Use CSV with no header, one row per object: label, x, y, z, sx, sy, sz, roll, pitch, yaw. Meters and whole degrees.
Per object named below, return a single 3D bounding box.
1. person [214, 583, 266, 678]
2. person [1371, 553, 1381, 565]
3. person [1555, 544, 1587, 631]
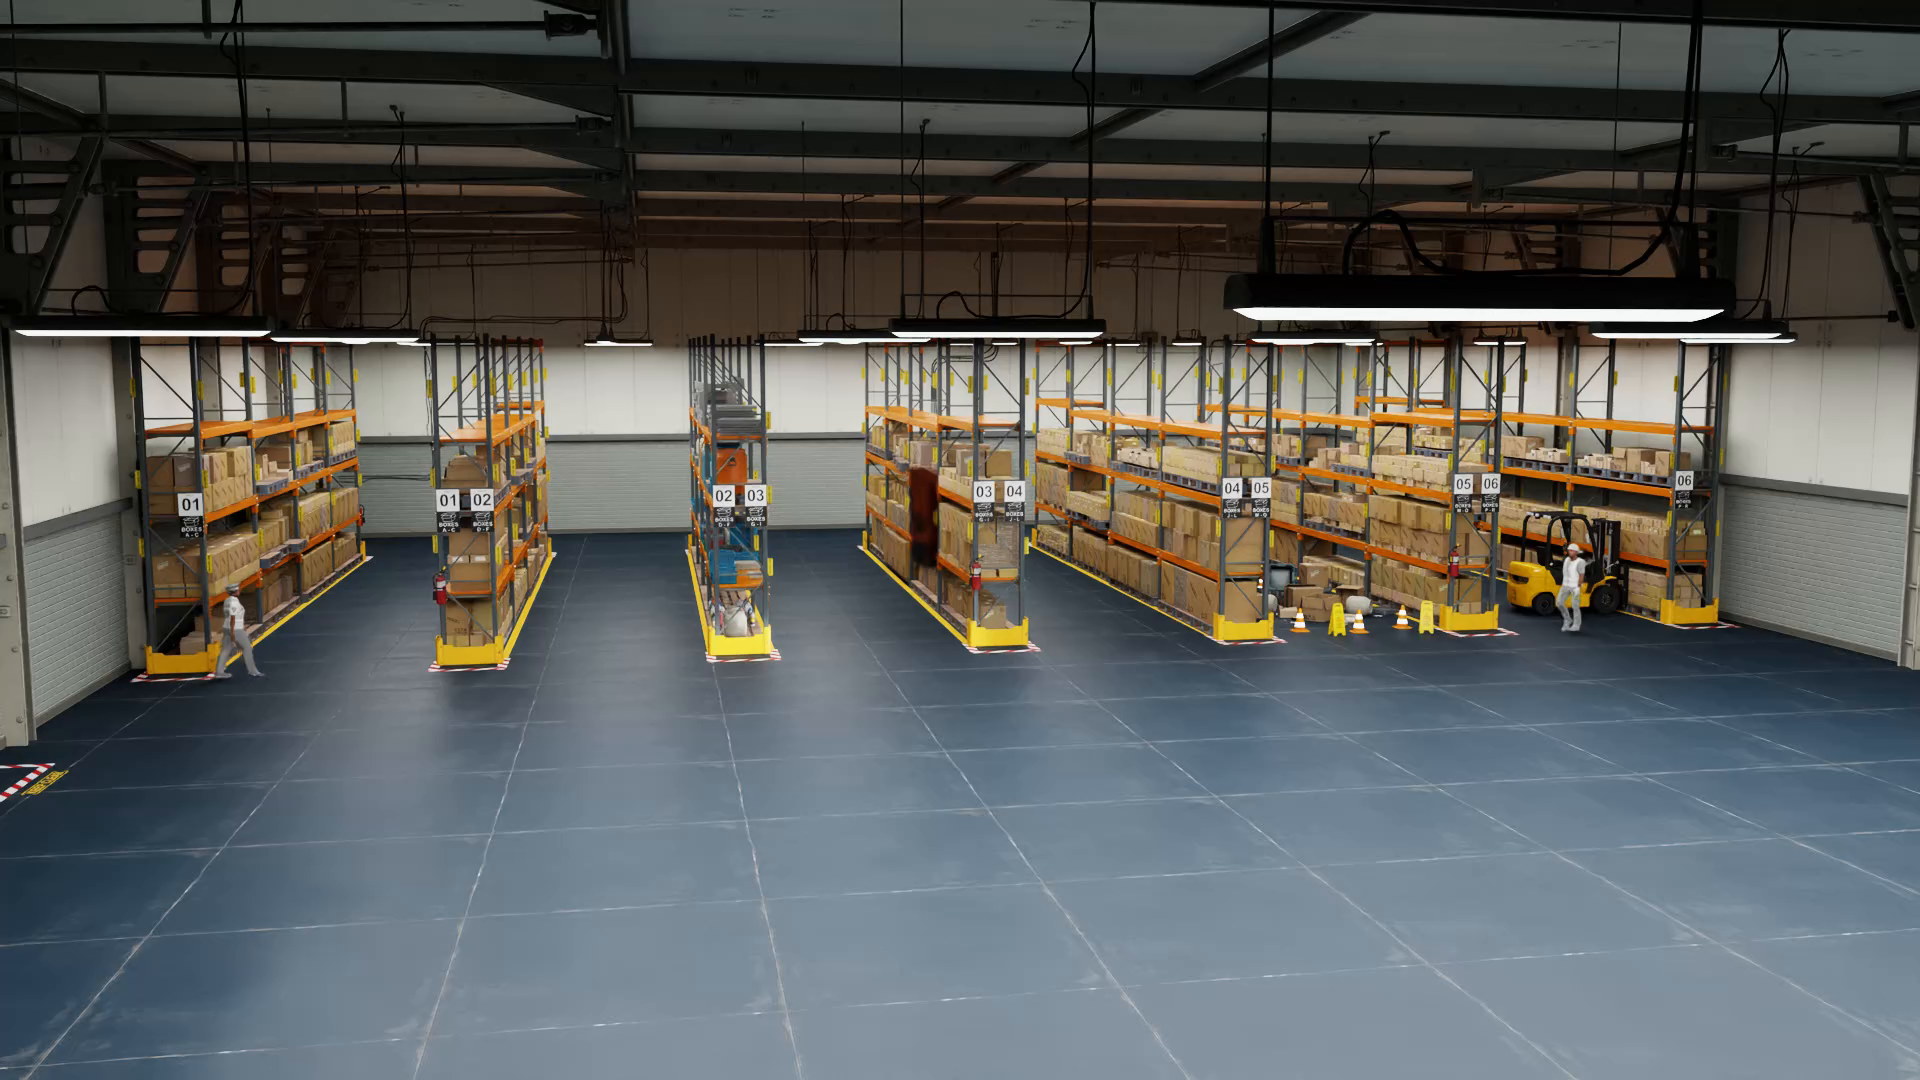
person,-12.660,1.590,29.055,0.543,1.664,0.763,5,8,36
person,10.961,-0.157,43.830,0.580,1.793,0.413,-5,8,-39
person,12.396,0.975,33.685,0.471,1.811,0.567,-5,8,-34
